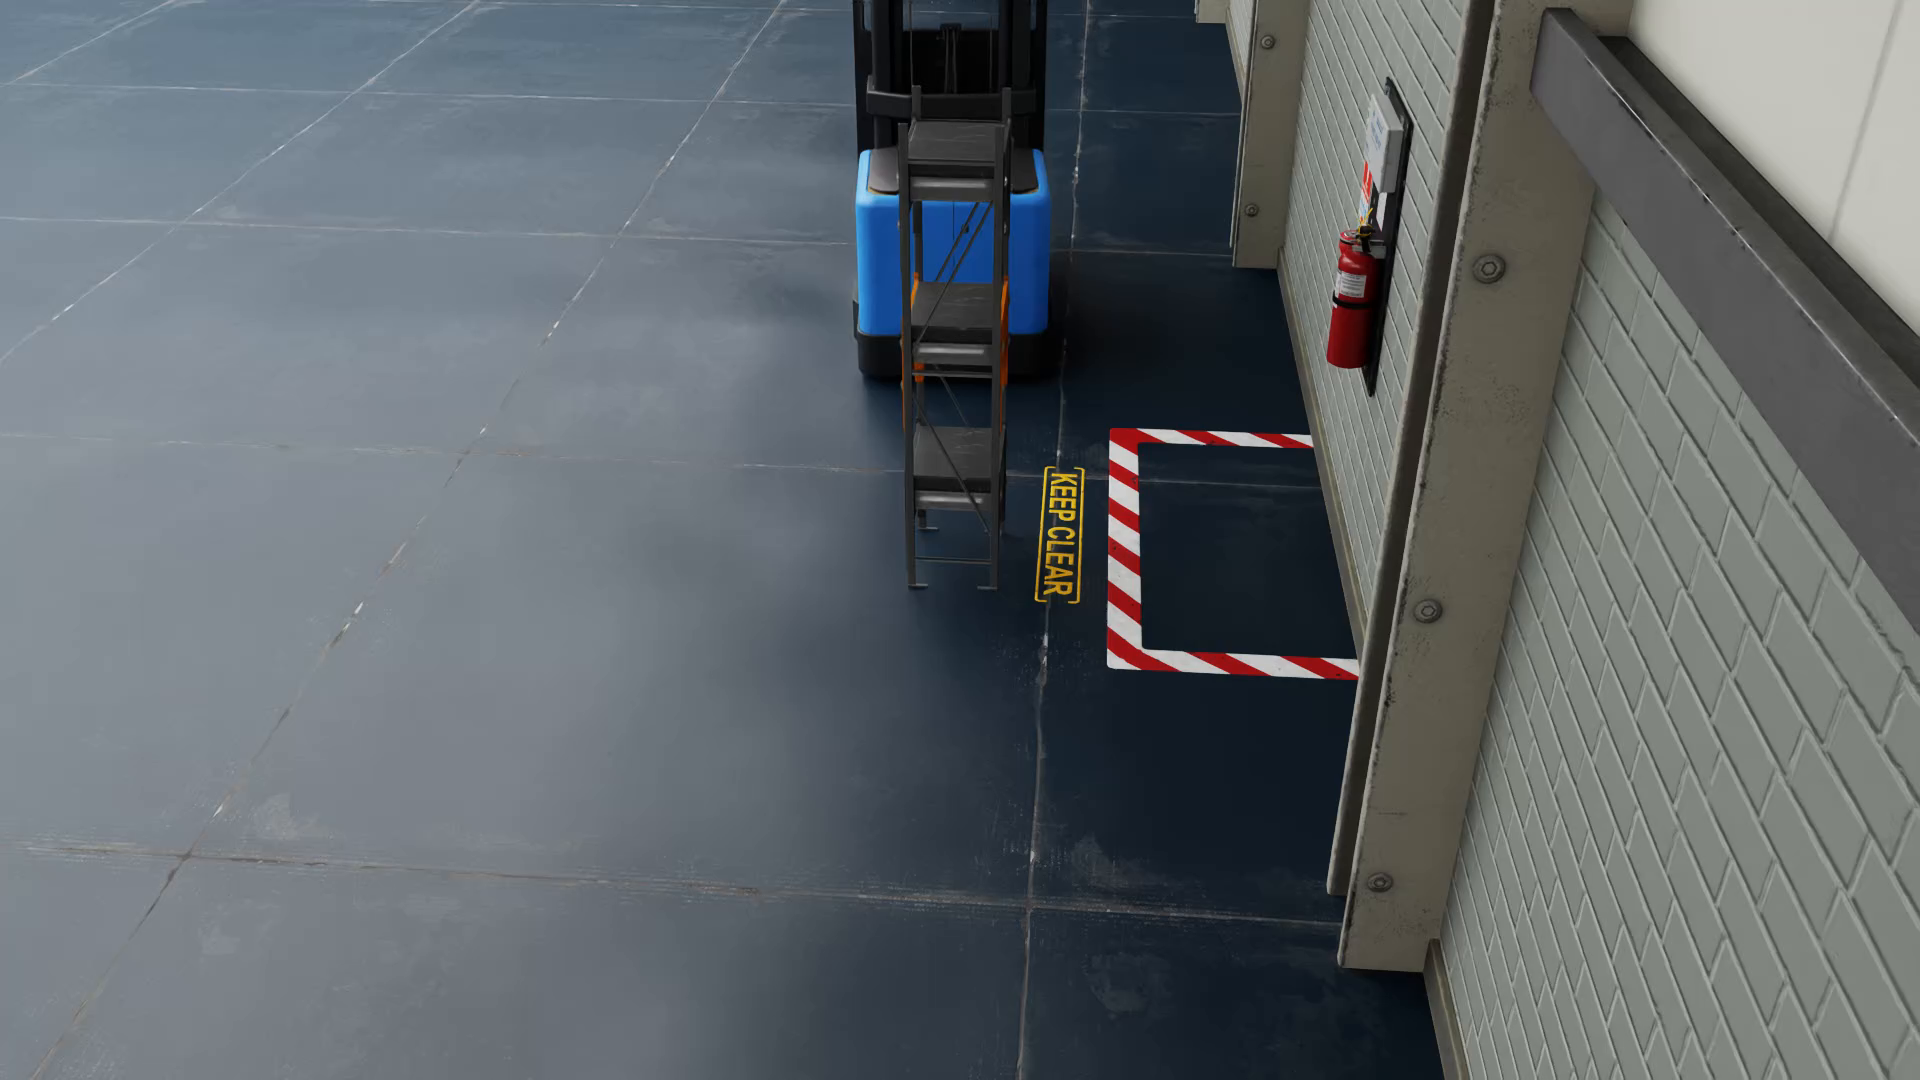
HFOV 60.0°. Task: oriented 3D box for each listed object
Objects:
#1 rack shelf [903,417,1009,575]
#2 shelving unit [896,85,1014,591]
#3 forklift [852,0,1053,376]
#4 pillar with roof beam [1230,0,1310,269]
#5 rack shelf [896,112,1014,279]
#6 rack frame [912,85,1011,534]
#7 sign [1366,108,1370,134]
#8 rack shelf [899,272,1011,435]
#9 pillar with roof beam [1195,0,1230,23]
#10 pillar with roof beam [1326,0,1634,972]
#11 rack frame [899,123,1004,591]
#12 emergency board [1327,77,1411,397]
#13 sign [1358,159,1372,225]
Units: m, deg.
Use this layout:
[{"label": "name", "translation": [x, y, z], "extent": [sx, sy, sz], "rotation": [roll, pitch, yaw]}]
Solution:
[{"label": "rack shelf", "translation": [-0.013, -0.200, 7.433], "extent": [0.431, 0.518, 0.480], "rotation": [2, 32, 4]}, {"label": "shelving unit", "translation": [-0.013, -0.807, 7.059], "extent": [0.431, 2.100, 0.503], "rotation": [2, 32, 4]}, {"label": "forklift", "translation": [-0.061, -2.878, 9.626], "extent": [1.130, 2.935, 3.031], "rotation": [-1, 32, -1]}, {"label": "pillar with roof beam", "translation": [-2.385, -5.845, 8.656], "extent": [9.100, 9.000, 0.400], "rotation": [2, 32, 4]}, {"label": "rack shelf", "translation": [-0.013, -1.392, 6.699], "extent": [0.431, 0.518, 0.480], "rotation": [2, 32, 4]}, {"label": "rack frame", "translation": [0.006, -0.935, 7.266], "extent": [0.400, 2.100, 0.015], "rotation": [2, 32, 4]}, {"label": "sign", "translation": [1.795, -1.783, 7.246], "extent": [0.001, 0.109, 0.331], "rotation": [2, 32, 4]}, {"label": "rack shelf", "translation": [-0.013, -0.796, 7.066], "extent": [0.431, 0.518, 0.480], "rotation": [2, 32, 4]}, {"label": "pillar with roof beam", "translation": [-1.897, -8.982, 13.747], "extent": [9.100, 9.000, 0.400], "rotation": [2, 32, 4]}, {"label": "pillar with roof beam", "translation": [-2.874, -2.707, 3.566], "extent": [9.100, 9.000, 0.400], "rotation": [2, 32, 4]}, {"label": "rack frame", "translation": [-0.033, -0.680, 6.852], "extent": [0.400, 2.100, 0.015], "rotation": [2, 32, 4]}, {"label": "emergency board", "translation": [1.656, -1.260, 6.935], "extent": [0.194, 1.169, 0.643], "rotation": [2, 32, 4]}, {"label": "sign", "translation": [1.804, -1.560, 7.388], "extent": [0.001, 0.329, 0.234], "rotation": [2, 32, 4]}]
